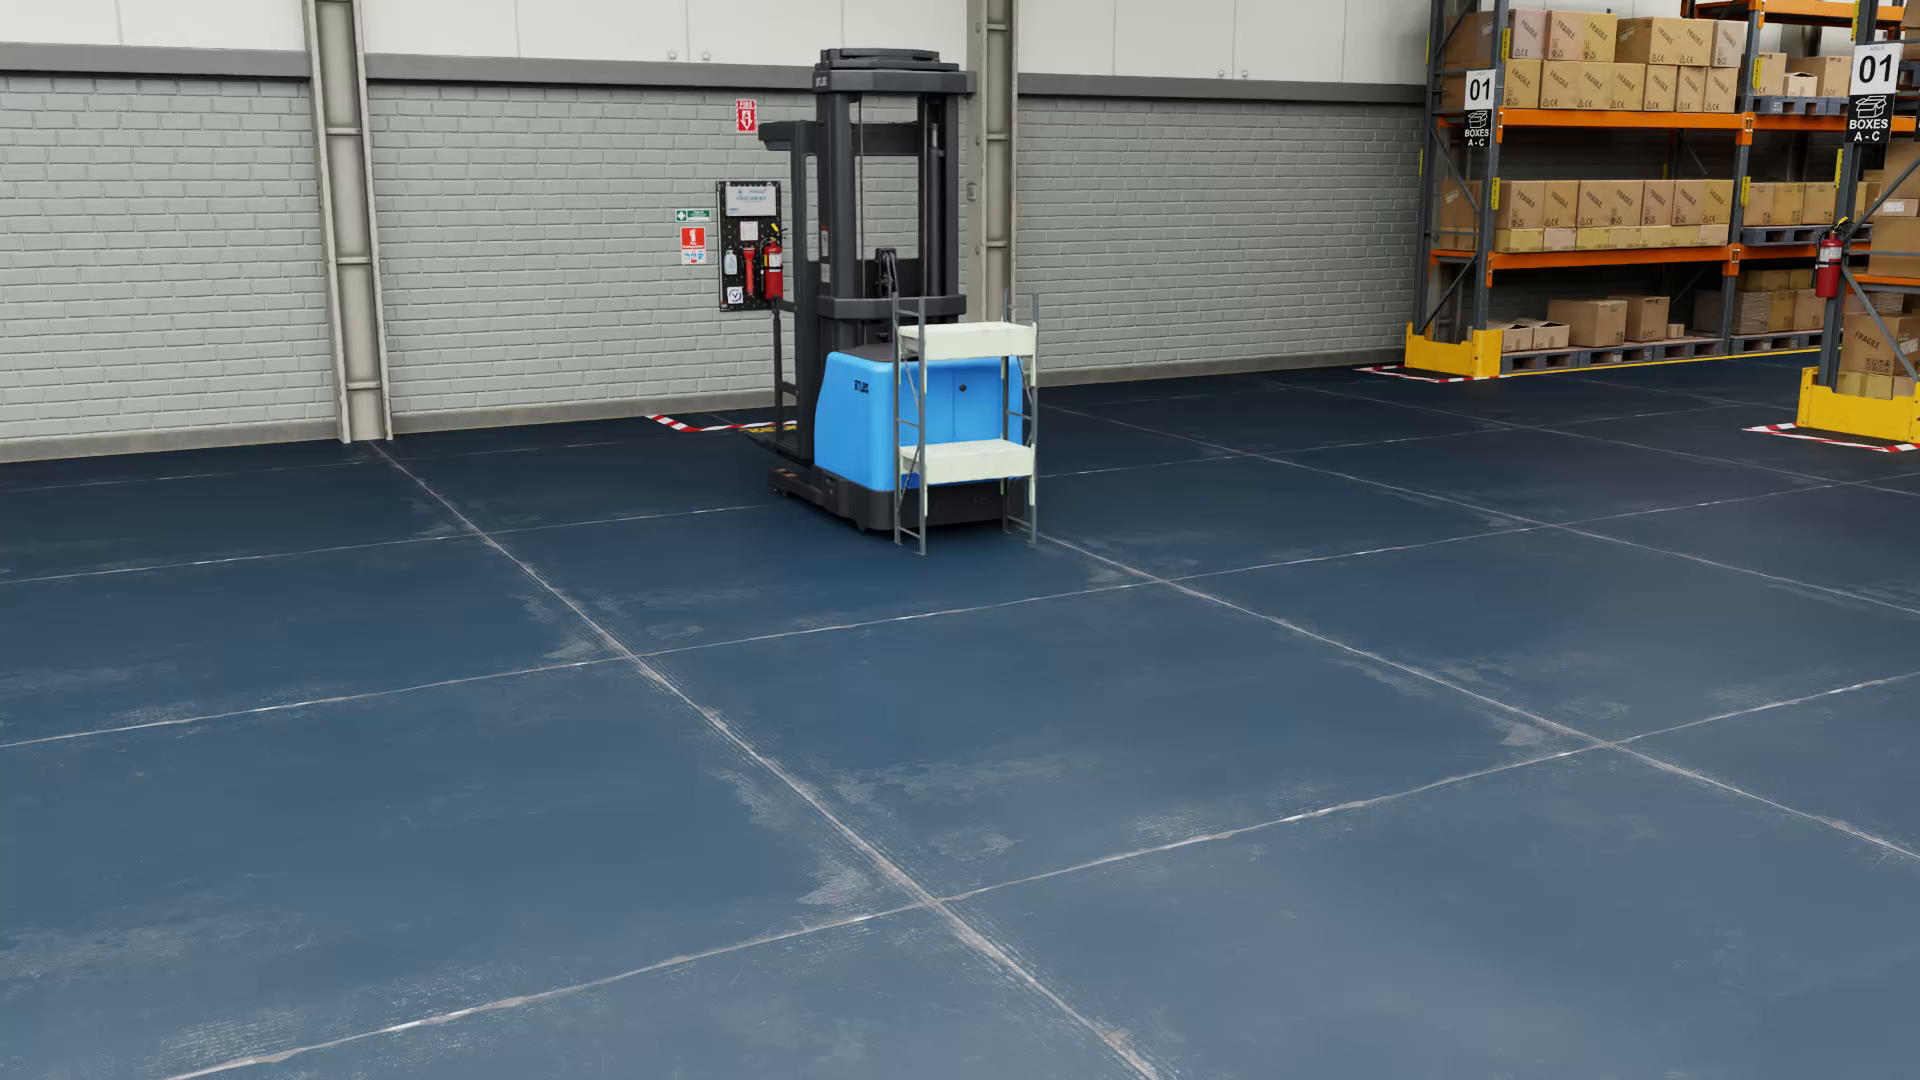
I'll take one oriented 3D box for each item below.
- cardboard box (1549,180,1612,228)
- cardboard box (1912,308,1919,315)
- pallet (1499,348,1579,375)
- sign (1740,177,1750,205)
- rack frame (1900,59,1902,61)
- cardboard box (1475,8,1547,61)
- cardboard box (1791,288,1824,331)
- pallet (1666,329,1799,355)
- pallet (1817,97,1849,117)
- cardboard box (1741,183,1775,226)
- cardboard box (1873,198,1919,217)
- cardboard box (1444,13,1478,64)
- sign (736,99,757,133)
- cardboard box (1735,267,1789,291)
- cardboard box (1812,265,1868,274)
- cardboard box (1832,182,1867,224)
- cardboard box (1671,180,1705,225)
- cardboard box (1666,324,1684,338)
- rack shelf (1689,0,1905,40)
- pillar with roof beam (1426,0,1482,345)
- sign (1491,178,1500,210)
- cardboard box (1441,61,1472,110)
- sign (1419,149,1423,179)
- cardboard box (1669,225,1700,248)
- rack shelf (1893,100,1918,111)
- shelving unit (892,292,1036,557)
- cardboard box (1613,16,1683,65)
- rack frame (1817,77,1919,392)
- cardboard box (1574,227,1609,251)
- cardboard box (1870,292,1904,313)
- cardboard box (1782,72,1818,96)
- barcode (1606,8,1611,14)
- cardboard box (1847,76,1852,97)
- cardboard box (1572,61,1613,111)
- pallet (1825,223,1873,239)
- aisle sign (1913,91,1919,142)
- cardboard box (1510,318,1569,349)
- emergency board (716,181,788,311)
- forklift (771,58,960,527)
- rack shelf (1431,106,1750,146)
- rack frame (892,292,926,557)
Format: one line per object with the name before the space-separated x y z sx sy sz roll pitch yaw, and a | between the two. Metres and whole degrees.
cardboard box | 6.835 -3.728 18.433 0.500 0.500 0.500 -7 15 -30
cardboard box | 8.952 -1.827 14.995 0.500 0.500 0.500 -7 14 -28
pallet | 6.173 -2.057 18.768 1.213 0.211 1.003 -7 14 -28
sign | 9.154 -4.070 19.390 0.005 0.325 0.100 -7 14 -28
rack frame | 12.400 -7.098 21.155 0.053 2.616 0.949 -7 14 -28
cardboard box | 5.831 -5.334 17.596 0.500 0.500 0.500 -8 15 -32
cardboard box | 10.422 -2.937 21.019 0.500 0.500 0.700 -7 14 -27
pallet | 9.570 -2.473 20.618 1.213 0.211 1.003 -7 14 -28
pallet | 10.389 -5.277 20.322 1.003 0.211 1.213 -7 14 -28
cardboard box | 9.350 -4.062 20.096 0.500 0.500 0.700 -7 14 -28
cardboard box | 7.997 -2.818 14.096 0.250 0.149 0.380 -7 15 -29
cardboard box | 5.630 -5.436 18.050 0.500 0.500 0.500 -6 14 -25
sign | -1.932 -3.836 15.044 0.199 0.298 0.001 -7 14 -28
cardboard box | 9.910 -3.240 20.657 0.500 0.250 0.500 -7 15 -29
cardboard box | 11.261 -3.399 21.366 0.500 0.250 0.500 -7 14 -27
cardboard box | 10.908 -4.249 20.927 0.500 0.500 0.700 -7 14 -28
cardboard box | 8.185 -3.891 19.154 0.500 0.500 0.500 -7 14 -28
cardboard box | 8.432 -2.522 19.933 0.250 0.166 0.380 -9 16 -35
rack shelf | 10.643 -6.342 20.345 4.000 0.370 1.077 -7 14 -28
pillar with roof beam | 7.639 -5.668 14.799 0.400 9.000 9.100 -7 14 -28
sign | 5.637 -3.648 17.517 0.005 0.325 0.100 -7 14 -28
cardboard box | 5.621 -4.945 18.146 0.500 0.500 0.500 -6 14 -24
sign | 5.128 -4.159 18.399 0.005 0.325 0.100 -7 14 -28
cardboard box | 8.176 -3.529 19.254 0.500 0.250 0.500 -7 14 -28
rack shelf | 9.509 -3.769 14.505 3.687 0.071 0.831 -7 14 -28
shelving unit | 0.028 -0.710 9.850 0.748 1.500 0.431 -6 14 -26
cardboard box | 7.648 -5.539 18.509 0.500 0.500 0.500 -7 15 -30
rack frame | 7.753 -2.376 13.836 0.127 3.000 1.000 -7 14 -28
cardboard box | 6.856 -3.367 18.535 0.500 0.250 0.500 -7 15 -29
cardboard box | 11.791 -3.081 21.661 0.500 0.500 0.700 -7 14 -27
cardboard box | 9.946 -5.483 20.056 0.500 0.311 0.500 -6 14 -26
barcode | 7.461 -6.078 19.127 0.075 0.075 0.001 -7 14 -28
cardboard box | 11.216 -5.577 20.947 0.637 0.503 0.797 -5 14 -20
cardboard box | 6.732 -4.944 18.143 0.500 0.500 0.500 -6 14 -25
pallet | 11.824 -3.983 21.413 1.003 0.211 1.213 -7 14 -28
aisle sign | 7.842 -3.579 13.258 0.004 0.787 0.394 -7 14 -28
cardboard box | 6.527 -2.349 18.836 0.500 0.311 0.500 -6 14 -23
emergency board | -1.877 -2.687 15.217 0.643 1.169 0.194 -7 14 -28
forklift | 8.807 -0.178 4.368 12.119 2.867 21.805 -6 14 -25
rack shelf | 7.132 -4.653 18.761 4.000 0.370 1.077 -7 14 -28
rack frame | -0.298 -0.675 9.694 0.023 1.500 0.400 -6 14 -26
